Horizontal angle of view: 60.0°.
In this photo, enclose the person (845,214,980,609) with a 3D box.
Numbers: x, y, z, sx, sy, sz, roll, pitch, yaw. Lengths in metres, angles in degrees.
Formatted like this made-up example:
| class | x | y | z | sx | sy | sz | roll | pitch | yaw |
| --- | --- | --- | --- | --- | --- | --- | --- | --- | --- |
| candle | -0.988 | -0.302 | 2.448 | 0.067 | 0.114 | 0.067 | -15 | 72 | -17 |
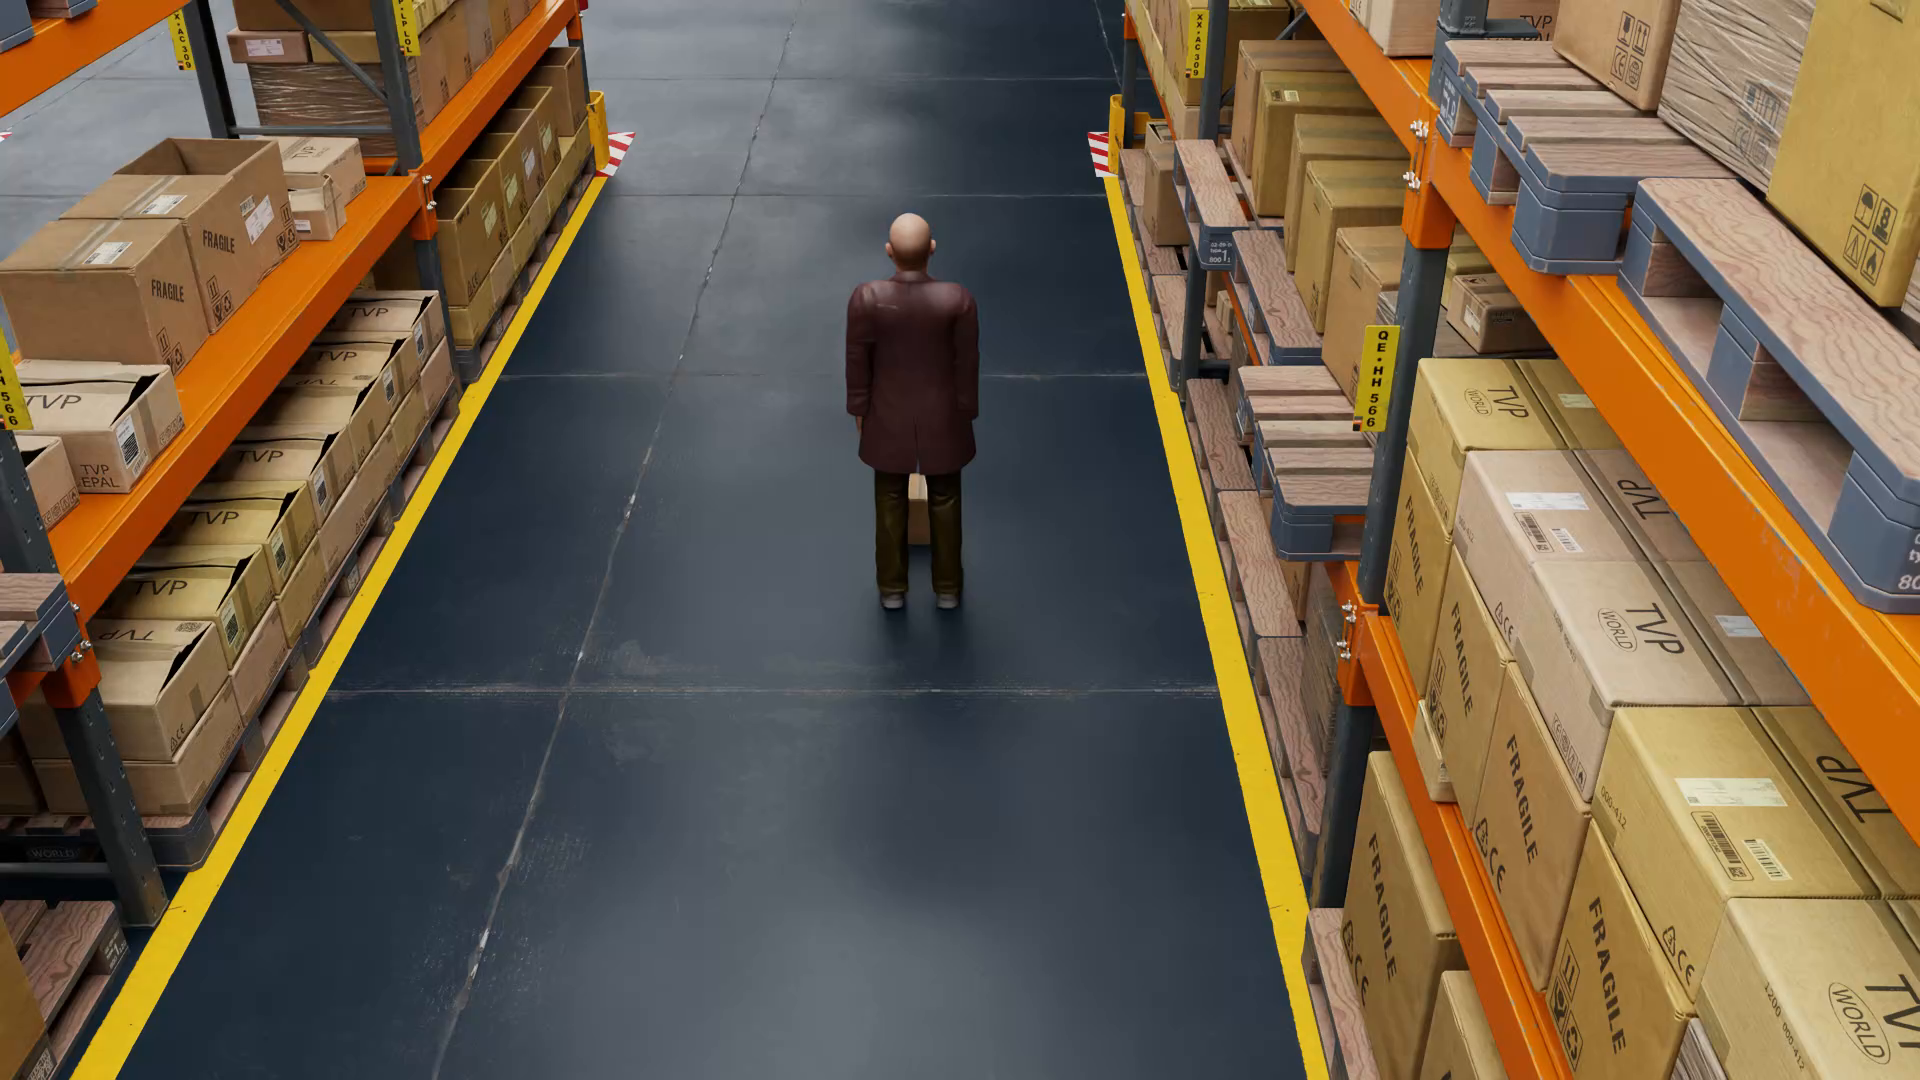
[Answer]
| class | x | y | z | sx | sy | sz | roll | pitch | yaw |
| --- | --- | --- | --- | --- | --- | --- | --- | --- | --- |
| person | -0.199 | -0.534 | 7.042 | 0.563 | 1.784 | 0.387 | 1 | 31 | 1 |
